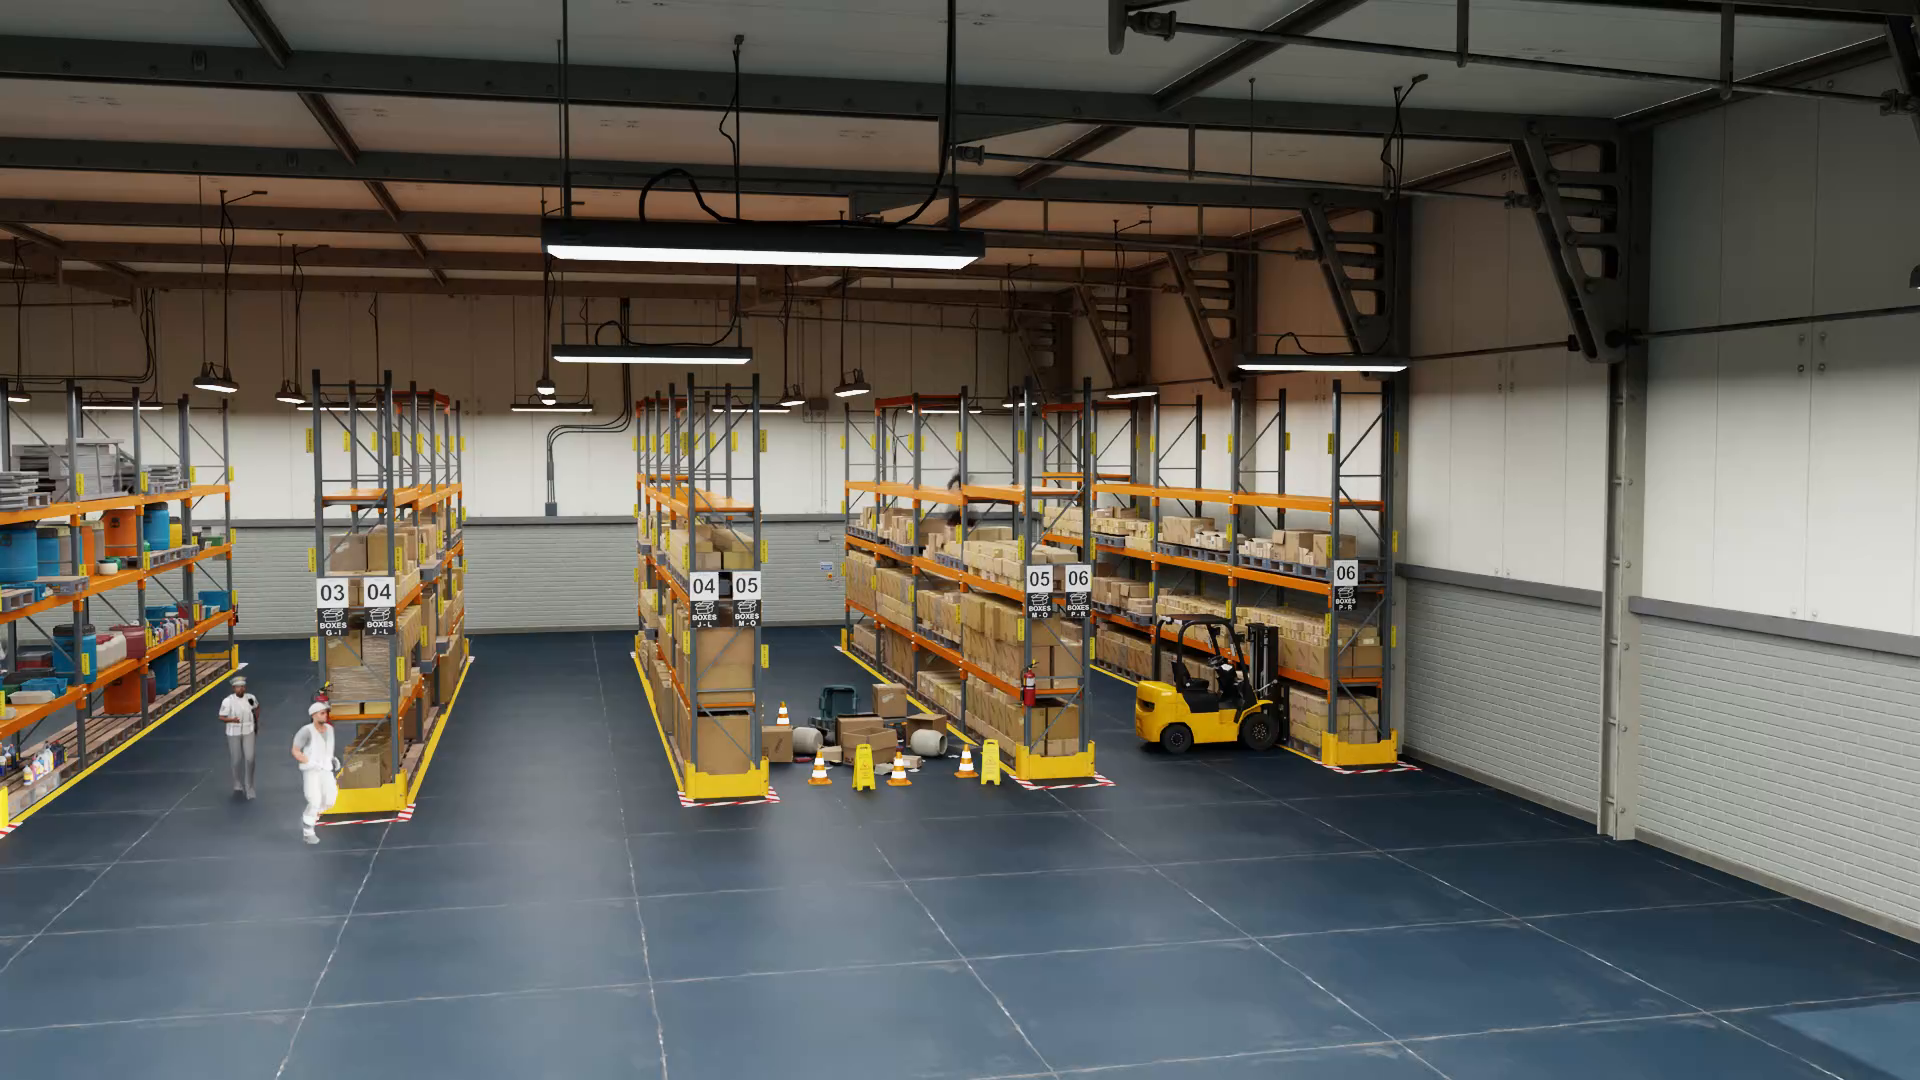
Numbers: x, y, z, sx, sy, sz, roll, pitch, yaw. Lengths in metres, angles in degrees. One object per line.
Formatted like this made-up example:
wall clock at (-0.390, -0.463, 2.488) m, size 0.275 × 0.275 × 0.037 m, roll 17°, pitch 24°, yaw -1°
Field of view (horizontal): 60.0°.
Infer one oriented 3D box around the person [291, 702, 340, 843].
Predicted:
person at (-8.113, 2.931, 21.031) m, size 0.600 × 1.749 × 0.698 m, roll 2°, pitch 4°, yaw 32°

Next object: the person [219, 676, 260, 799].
person at (-10.230, 2.796, 23.640) m, size 0.563 × 1.747 × 0.766 m, roll -2°, pitch 4°, yaw -27°

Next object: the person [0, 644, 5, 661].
person at (-17.624, 2.384, 30.048) m, size 0.667 × 1.750 × 0.915 m, roll -1°, pitch 4°, yaw -20°
